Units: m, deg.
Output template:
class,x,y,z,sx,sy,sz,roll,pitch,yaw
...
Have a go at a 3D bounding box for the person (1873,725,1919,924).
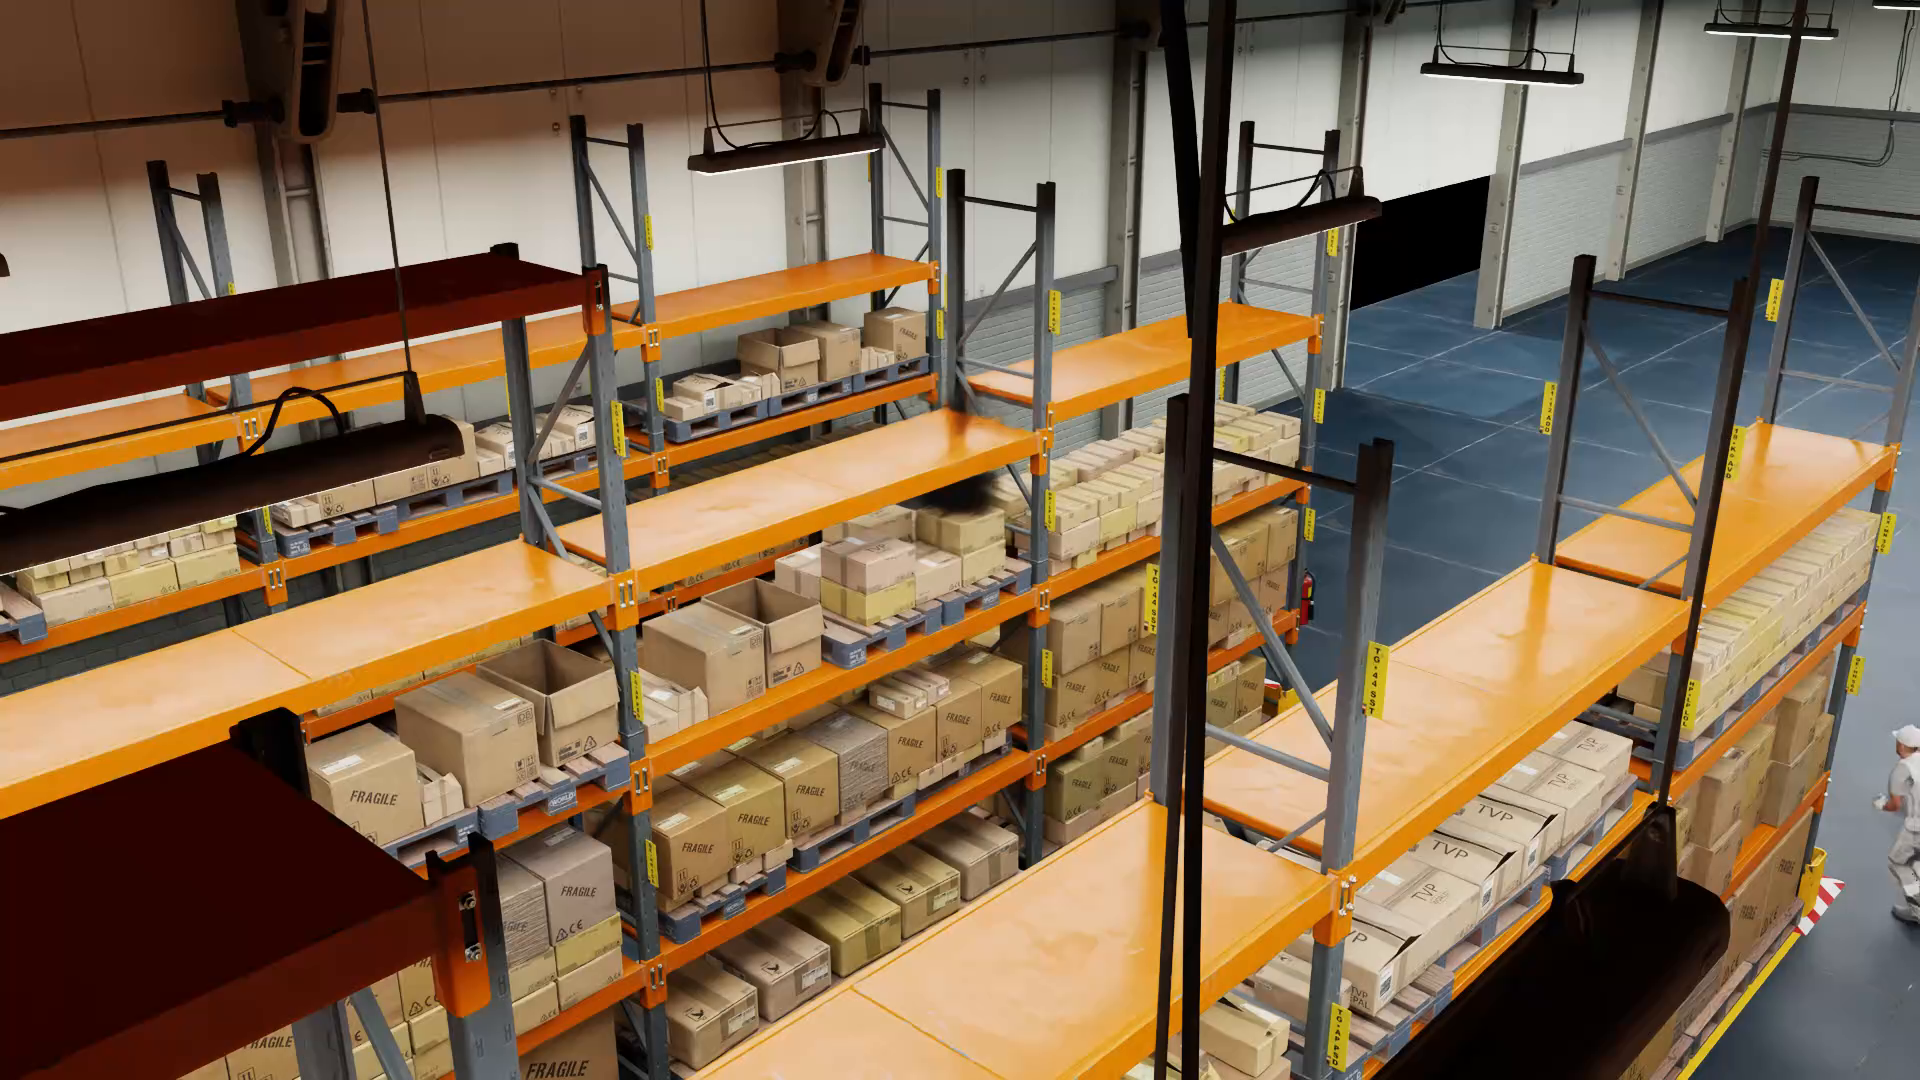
class,x,y,z,sx,sy,sz,roll,pitch,yaw
person,7.962,2.379,13.726,0.688,1.586,0.913,-5,22,-13
